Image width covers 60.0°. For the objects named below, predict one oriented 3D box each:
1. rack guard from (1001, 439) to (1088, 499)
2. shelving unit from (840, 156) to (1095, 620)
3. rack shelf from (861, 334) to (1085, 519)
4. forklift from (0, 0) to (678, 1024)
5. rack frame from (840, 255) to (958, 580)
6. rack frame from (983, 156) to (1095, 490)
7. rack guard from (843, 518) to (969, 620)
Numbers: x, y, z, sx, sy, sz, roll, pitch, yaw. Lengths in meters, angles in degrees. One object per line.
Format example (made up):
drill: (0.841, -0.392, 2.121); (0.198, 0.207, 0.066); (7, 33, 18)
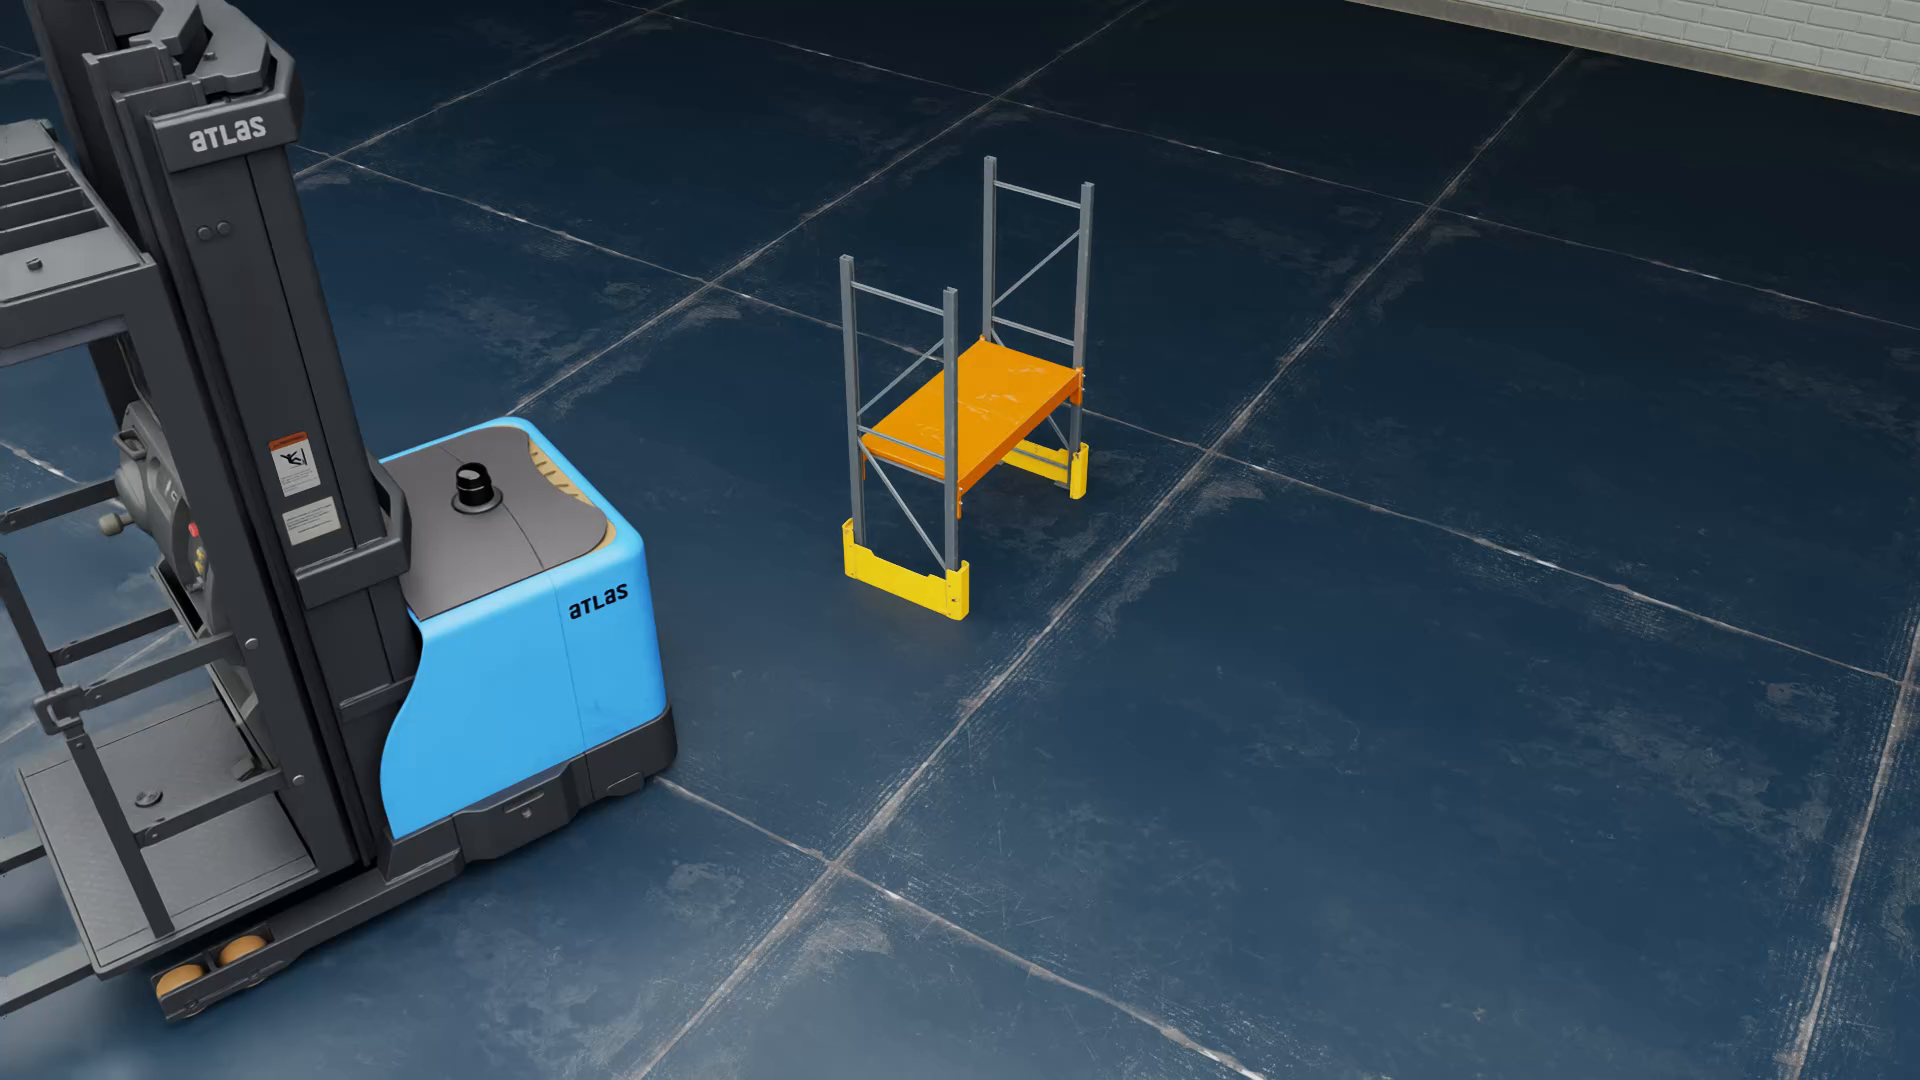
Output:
rack guard: (0.308, -0.395, 7.558); (0.587, 0.250, 0.087); (21, 42, 25)
shelving unit: (0.041, -0.633, 6.843); (0.587, 1.500, 1.083); (21, 42, 25)
rack shelf: (0.046, -0.496, 6.959); (0.538, 0.185, 1.000); (21, 42, 25)
forklift: (-2.525, -0.014, 4.868); (3.031, 2.935, 1.130); (-24, 44, -28)
rack frame: (-0.227, -0.376, 6.509); (0.500, 1.500, 0.032); (21, 42, 25)
rack frame: (0.318, -0.900, 7.189); (0.500, 1.500, 0.032); (21, 42, 25)
rack guard: (-0.226, 0.118, 6.892); (0.587, 0.250, 0.087); (21, 42, 25)
